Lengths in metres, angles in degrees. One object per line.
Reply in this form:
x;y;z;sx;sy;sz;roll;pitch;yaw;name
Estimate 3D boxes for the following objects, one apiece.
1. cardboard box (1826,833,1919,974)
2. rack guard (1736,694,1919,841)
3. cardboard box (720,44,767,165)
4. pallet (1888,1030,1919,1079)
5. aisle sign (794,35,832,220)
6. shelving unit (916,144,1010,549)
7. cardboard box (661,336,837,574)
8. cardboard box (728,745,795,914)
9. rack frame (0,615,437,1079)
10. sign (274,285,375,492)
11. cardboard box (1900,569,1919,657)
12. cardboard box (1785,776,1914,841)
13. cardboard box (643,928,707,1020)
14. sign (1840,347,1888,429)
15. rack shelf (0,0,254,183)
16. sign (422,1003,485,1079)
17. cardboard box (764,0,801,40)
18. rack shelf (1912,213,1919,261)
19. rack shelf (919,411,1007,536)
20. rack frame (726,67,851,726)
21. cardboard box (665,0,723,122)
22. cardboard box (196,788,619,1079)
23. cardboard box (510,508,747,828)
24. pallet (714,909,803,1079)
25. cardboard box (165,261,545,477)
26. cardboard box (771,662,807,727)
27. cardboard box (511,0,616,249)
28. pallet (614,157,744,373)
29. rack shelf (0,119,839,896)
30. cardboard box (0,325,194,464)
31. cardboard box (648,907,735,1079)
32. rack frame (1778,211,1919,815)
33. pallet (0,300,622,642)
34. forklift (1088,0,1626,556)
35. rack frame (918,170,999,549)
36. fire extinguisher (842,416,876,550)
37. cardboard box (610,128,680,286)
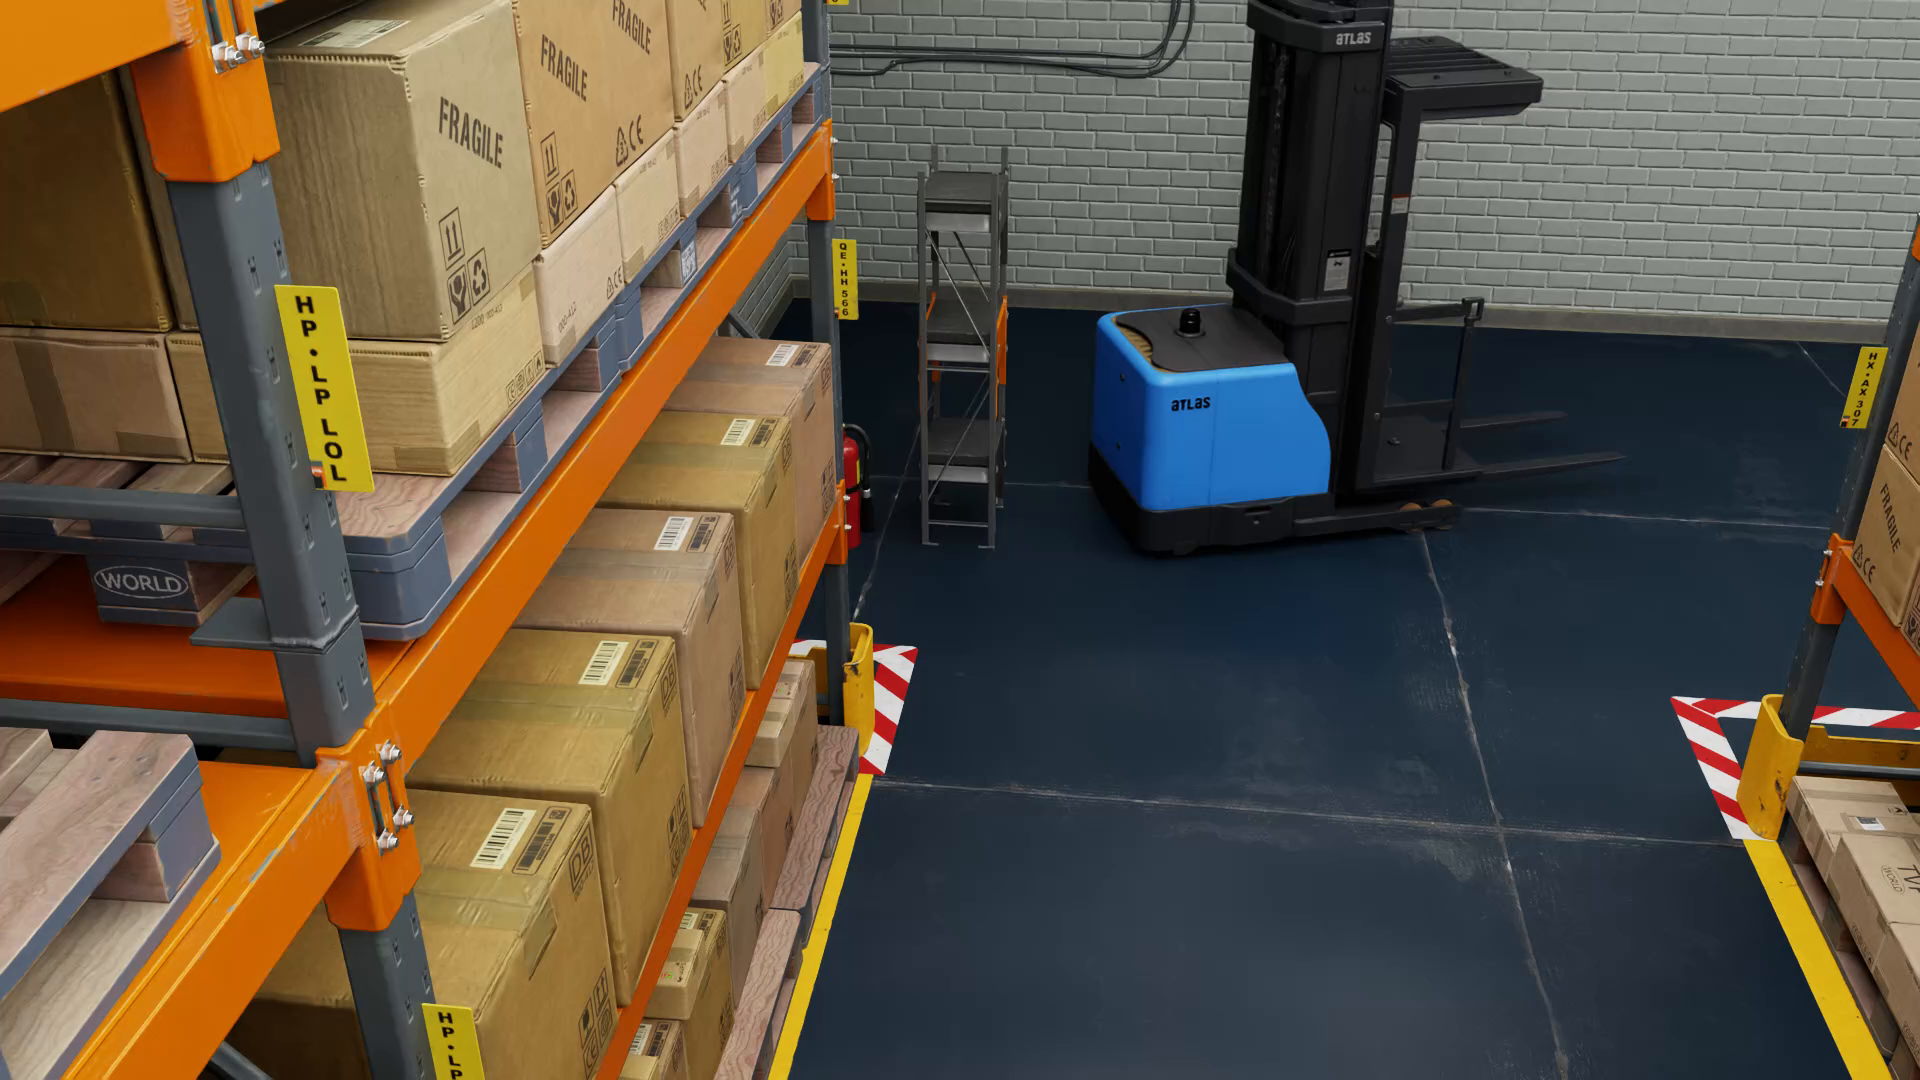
3.519;1.335;6.044;0.500;0.250;0.500;3;28;6;cardboard box
3.919;0.980;6.904;1.175;0.500;0.348;3;28;6;rack guard
-0.878;-1.321;4.986;0.500;0.250;0.500;2;28;4;cardboard box
3.670;2.055;5.213;1.003;0.211;1.213;3;28;6;pallet
-0.682;-1.603;6.322;0.394;0.787;0.004;3;28;6;aisle sign
0.020;-1.002;8.897;0.431;2.100;0.503;3;28;6;shelving unit
-1.041;-0.334;6.391;0.980;0.700;0.700;5;29;9;cardboard box
-1.037;1.044;6.342;0.700;0.500;0.500;3;28;6;cardboard box
-1.479;1.441;3.413;1.000;3.000;0.127;3;28;6;rack frame
-0.939;-0.219;2.455;0.100;0.325;0.005;3;28;6;sign
3.554;0.236;5.543;0.500;0.500;0.500;3;28;6;cardboard box
3.536;1.082;6.620;0.380;0.149;0.250;3;28;6;cardboard box
-0.999;1.328;5.131;0.380;0.149;0.250;3;28;5;cardboard box
3.389;-0.569;6.230;0.100;0.325;0.005;3;28;6;sign
-1.724;0.234;0.509;1.077;0.370;4.000;3;28;6;rack shelf
-0.939;0.993;3.108;0.100;0.325;0.005;3;28;6;sign
-0.808;-1.895;5.262;0.500;0.500;0.500;3;28;6;cardboard box
3.683;-0.219;4.089;1.077;0.370;4.000;3;28;6;rack shelf
0.020;-0.374;9.235;0.431;0.518;0.480;3;28;6;rack shelf
-0.989;-0.442;6.908;1.000;3.000;0.127;3;28;6;rack frame
-0.935;-1.414;4.370;0.500;0.500;0.500;2;28;4;cardboard box
-1.396;1.054;3.814;0.980;0.700;0.700;4;29;7;cardboard box
-1.222;0.368;5.088;0.980;0.700;0.700;2;28;4;cardboard box
-1.161;1.739;5.800;1.003;0.211;1.213;3;28;6;pallet
-1.133;-0.353;3.190;0.500;0.250;0.500;3;28;6;cardboard box
-0.810;0.594;6.494;0.380;0.149;0.250;3;28;6;cardboard box
-1.056;-0.935;3.479;0.500;0.500;0.500;3;28;5;cardboard box
-1.216;-0.798;4.500;1.003;0.211;1.213;3;28;6;pallet
-1.234;-0.505;4.620;1.077;0.370;4.000;3;28;6;rack shelf
-1.628;-0.379;3.237;0.500;0.250;0.500;4;29;7;cardboard box
-1.156;1.532;5.436;0.700;0.500;0.500;4;29;7;cardboard box
3.928;-0.156;6.377;1.000;3.000;0.127;3;28;6;rack frame
-1.368;-0.225;3.437;1.003;0.211;1.213;3;28;6;pallet
2.327;-1.563;9.061;3.031;2.935;1.130;-7;29;-12;forklift
-0.010;-0.887;8.683;0.400;2.100;0.015;3;28;6;rack frame
-0.512;-0.288;7.097;0.296;0.674;0.183;3;28;6;fire extinguisher
-1.001;-0.834;4.082;0.500;0.250;0.500;3;28;5;cardboard box
